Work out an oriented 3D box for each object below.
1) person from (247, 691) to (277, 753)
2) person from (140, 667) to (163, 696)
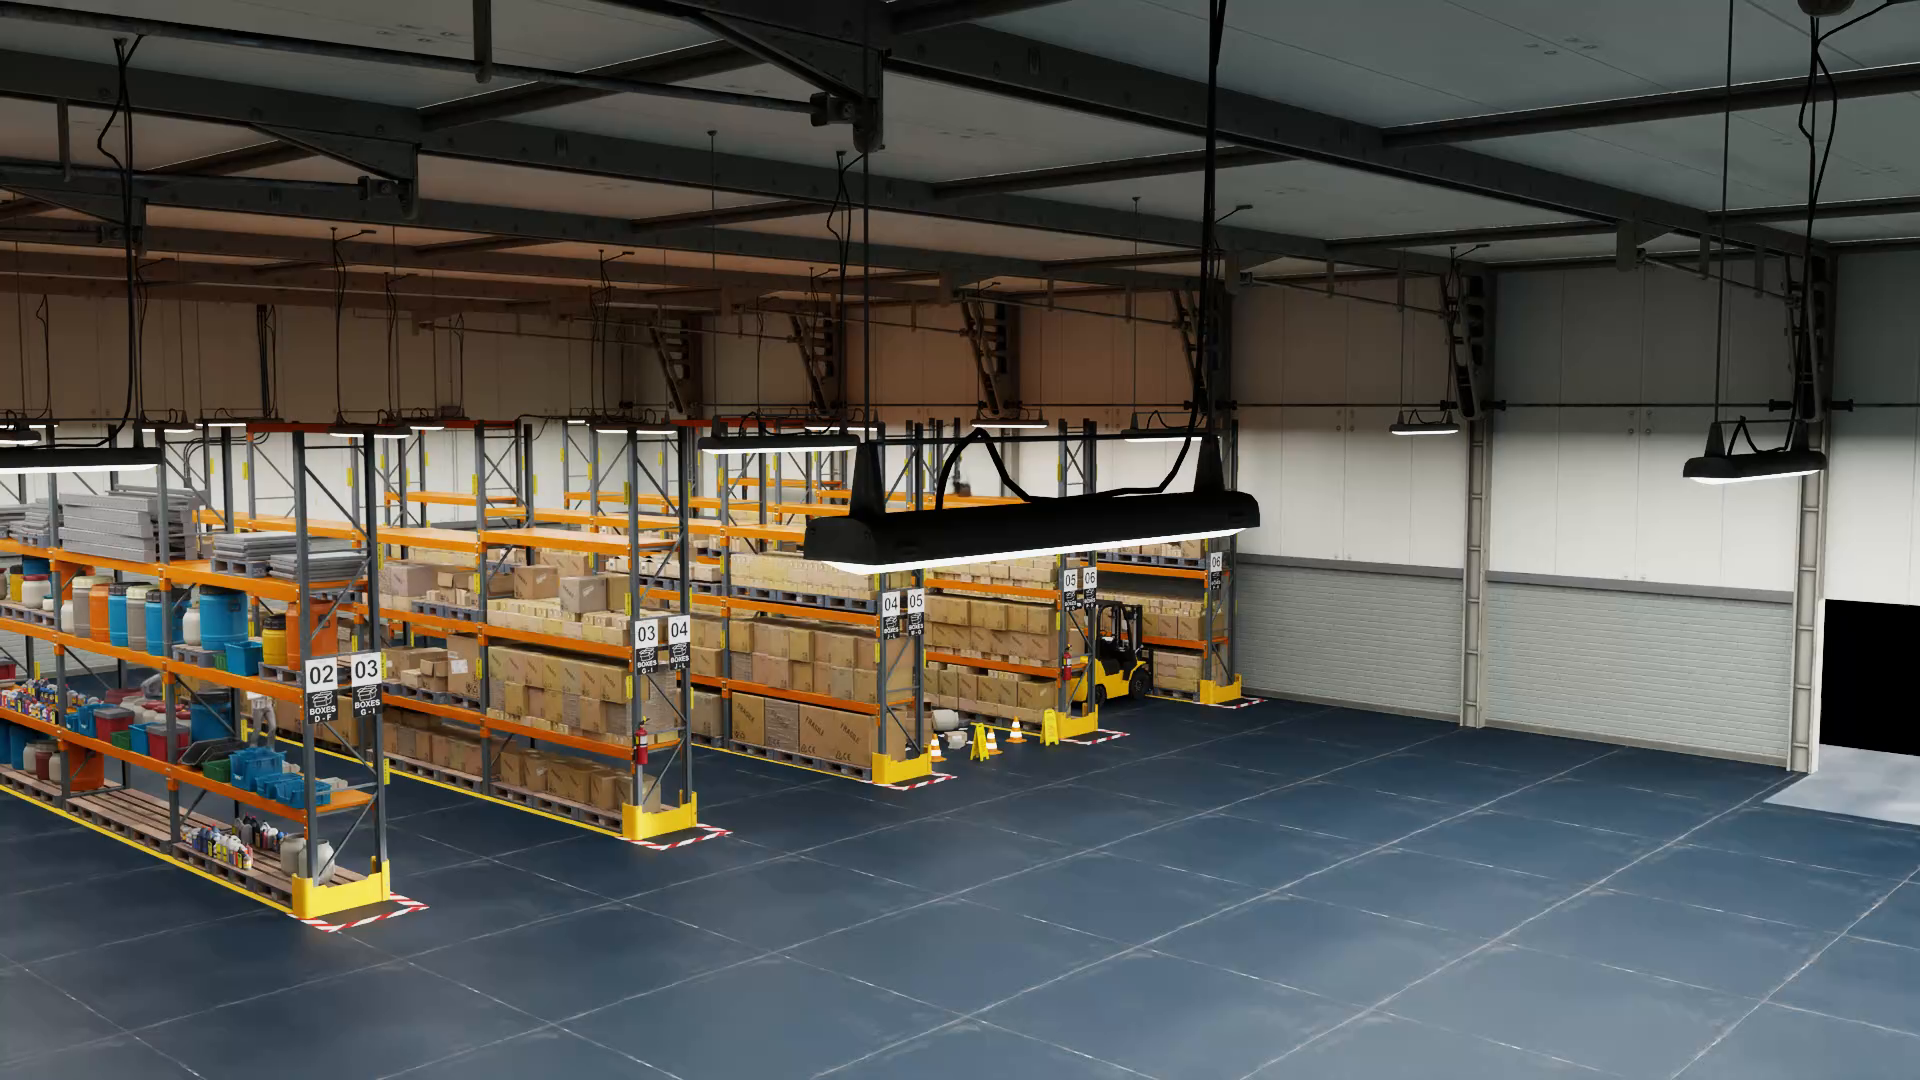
[{"bbox_3d":[-12.482,3.047,29.755,0.720,1.740,0.596,4,6,41],"label":"person"},{"bbox_3d":[-17.395,2.549,35.949,0.628,1.710,0.719,-3,6,-33],"label":"person"}]
